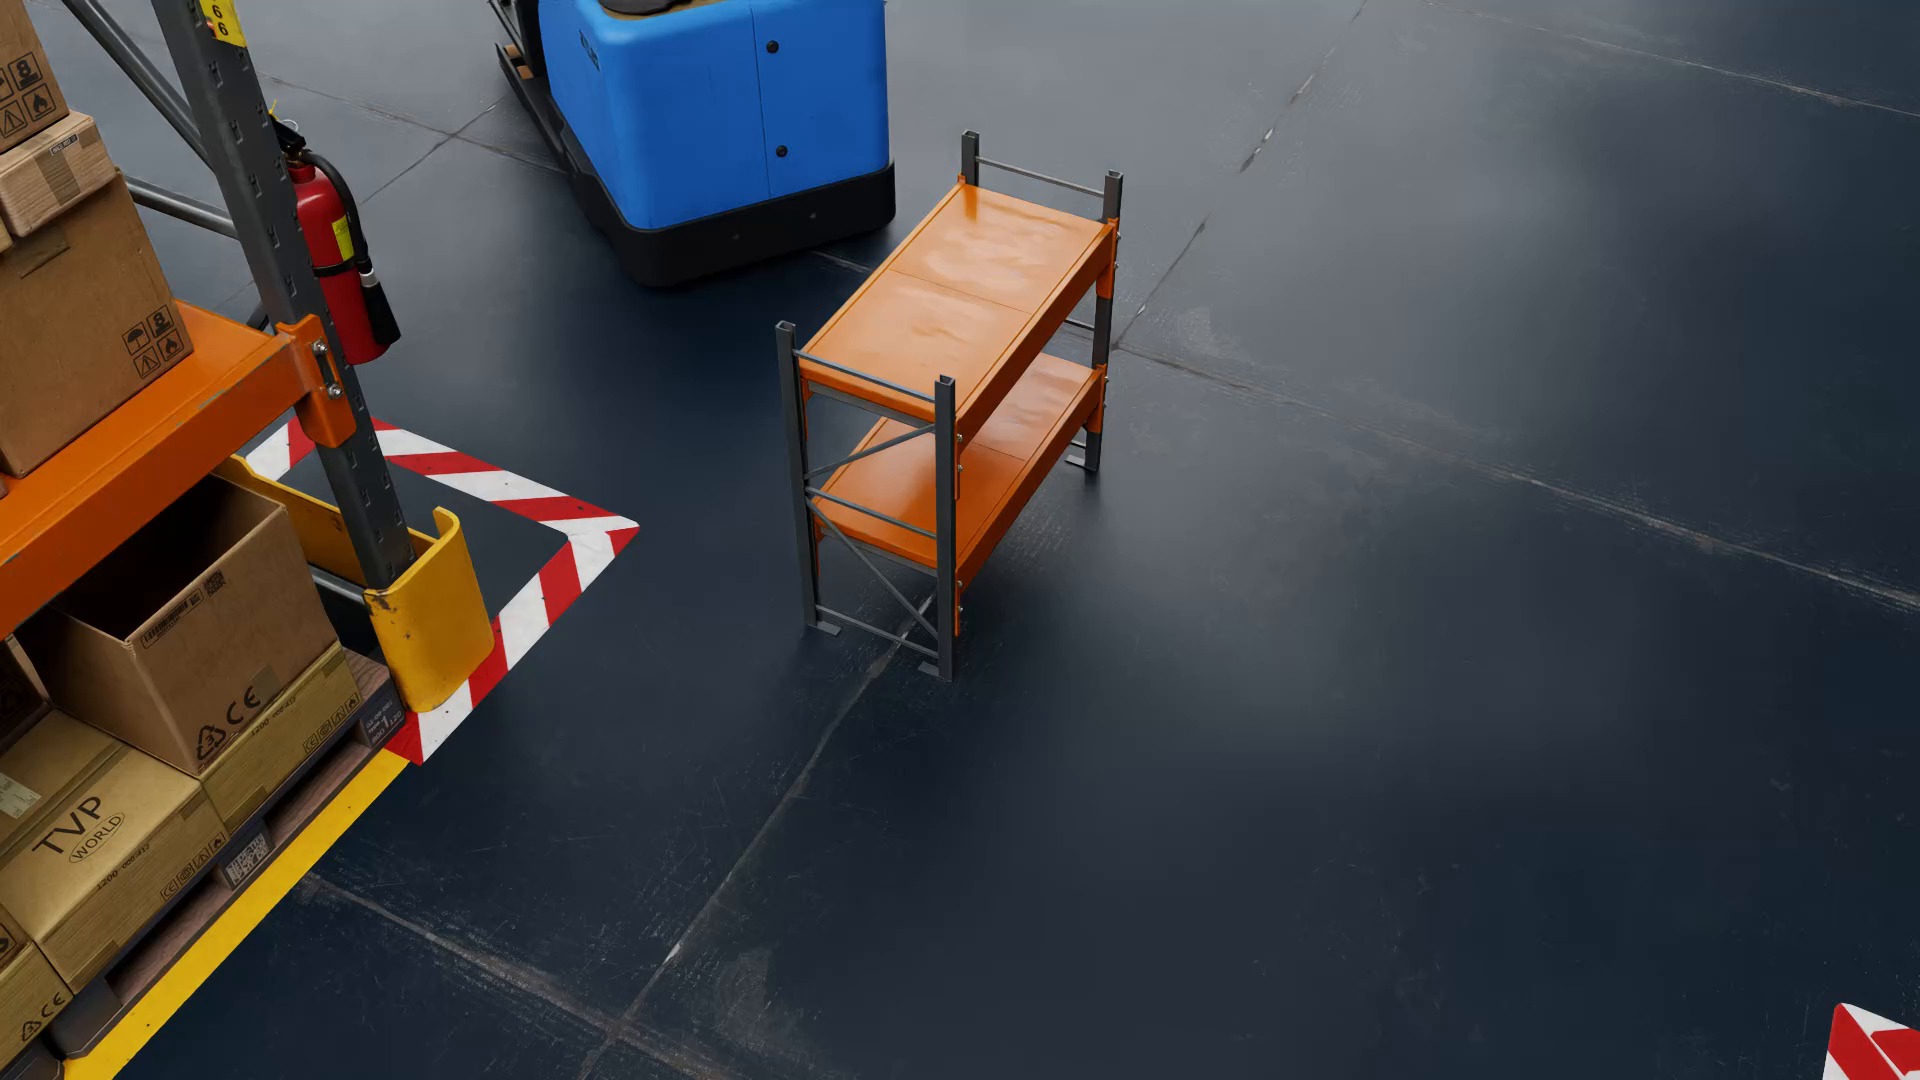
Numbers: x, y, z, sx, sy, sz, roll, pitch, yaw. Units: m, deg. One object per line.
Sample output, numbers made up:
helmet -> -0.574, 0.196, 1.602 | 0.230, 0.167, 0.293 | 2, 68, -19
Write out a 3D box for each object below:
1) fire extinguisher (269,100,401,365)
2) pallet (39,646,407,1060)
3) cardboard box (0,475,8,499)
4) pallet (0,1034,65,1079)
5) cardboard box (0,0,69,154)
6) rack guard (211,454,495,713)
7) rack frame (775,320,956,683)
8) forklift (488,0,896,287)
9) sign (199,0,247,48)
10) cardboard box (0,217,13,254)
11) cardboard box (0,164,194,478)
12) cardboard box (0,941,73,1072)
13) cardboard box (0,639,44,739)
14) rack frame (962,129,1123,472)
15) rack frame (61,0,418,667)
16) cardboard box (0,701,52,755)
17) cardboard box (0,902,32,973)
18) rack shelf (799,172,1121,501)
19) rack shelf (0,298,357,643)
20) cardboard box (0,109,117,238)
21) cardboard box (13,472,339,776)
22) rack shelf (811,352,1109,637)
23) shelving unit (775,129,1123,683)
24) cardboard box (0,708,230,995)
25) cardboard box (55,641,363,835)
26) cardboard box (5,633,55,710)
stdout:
fire extinguisher -> -1.501, -0.723, 3.910 | 0.296, 0.674, 0.183 | 20, 49, 19
pallet -> -2.285, 0.647, 4.462 | 1.003, 0.211, 1.213 | 20, 49, 19
cardboard box -> -2.435, -0.241, 3.309 | 0.700, 0.500, 0.500 | 22, 49, 20
pallet -> -2.852, 1.413, 3.705 | 1.003, 0.211, 1.213 | 20, 49, 19
cardboard box -> -2.220, -0.997, 3.144 | 0.700, 0.500, 0.500 | 21, 49, 19
rack guard -> -1.956, 0.035, 4.864 | 1.175, 0.500, 0.348 | 20, 49, 19
rack frame -> -0.239, -0.071, 4.529 | 0.500, 1.125, 0.032 | 20, 49, 19
forklift -> -1.341, -3.008, 6.162 | 1.130, 2.935, 3.031 | -19, 48, -18
sign -> -1.493, -1.131, 3.278 | 0.100, 0.325, 0.005 | 20, 49, 19
cardboard box -> -2.096, -0.623, 3.230 | 0.380, 0.149, 0.250 | 22, 49, 20
cardboard box -> -2.195, -0.574, 3.638 | 0.700, 0.500, 0.500 | 20, 49, 19
cardboard box -> -2.406, 1.060, 3.731 | 0.500, 0.250, 0.500 | 20, 49, 19
cardboard box -> -2.643, 0.307, 3.949 | 0.500, 0.500, 0.500 | 20, 49, 19
rack frame -> 0.233, -0.711, 5.162 | 0.500, 1.125, 0.032 | 20, 49, 19
rack frame -> -1.967, -0.829, 3.960 | 1.000, 3.000, 0.127 | 20, 49, 19
cardboard box -> -2.642, 0.571, 4.215 | 0.500, 0.250, 0.500 | 20, 49, 19
cardboard box -> -2.404, 0.798, 3.463 | 0.500, 0.500, 0.500 | 20, 49, 19
rack shelf -> -0.003, -0.597, 4.638 | 0.538, 0.278, 1.000 | 20, 49, 19
rack shelf -> -2.895, 0.684, 2.971 | 1.077, 0.370, 4.000 | 20, 49, 19
cardboard box -> -1.976, -0.788, 3.394 | 0.380, 0.149, 0.250 | 20, 49, 18
cardboard box -> -1.952, 0.163, 4.091 | 0.500, 0.500, 0.500 | 20, 49, 19
rack shelf -> -0.003, -0.219, 5.020 | 0.538, 0.278, 1.000 | 20, 49, 19
shelving unit -> -0.003, -0.391, 4.846 | 0.538, 1.125, 1.048 | 20, 49, 19
cardboard box -> -2.176, 0.745, 4.043 | 0.500, 0.250, 0.500 | 20, 49, 19
cardboard box -> -1.954, 0.426, 4.358 | 0.500, 0.250, 0.500 | 20, 49, 19
cardboard box -> -2.413, 0.255, 4.527 | 0.500, 0.250, 0.500 | 20, 49, 19
